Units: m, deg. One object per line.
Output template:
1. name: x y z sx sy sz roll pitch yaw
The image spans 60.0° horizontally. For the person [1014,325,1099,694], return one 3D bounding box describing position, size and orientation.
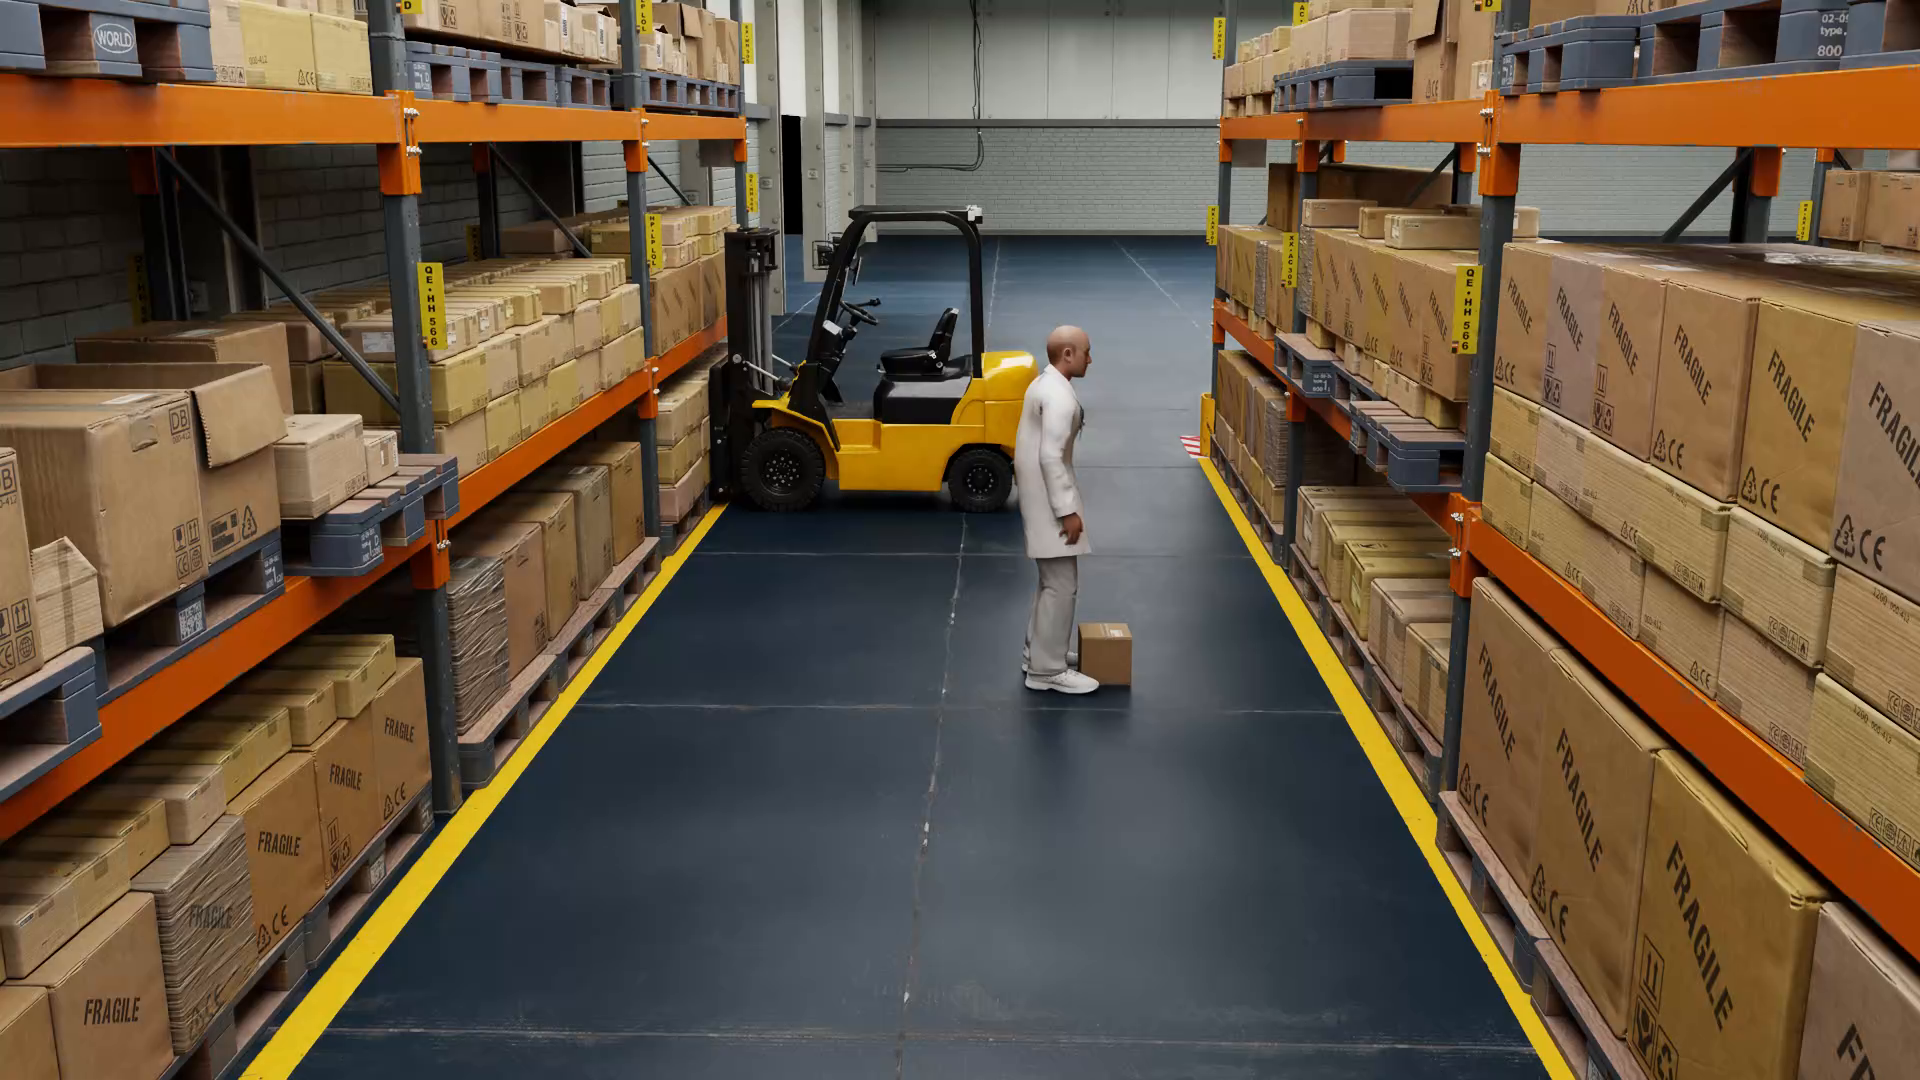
1. person: 0.479 -0.171 8.228 0.420 1.775 0.654 0 14 -1
